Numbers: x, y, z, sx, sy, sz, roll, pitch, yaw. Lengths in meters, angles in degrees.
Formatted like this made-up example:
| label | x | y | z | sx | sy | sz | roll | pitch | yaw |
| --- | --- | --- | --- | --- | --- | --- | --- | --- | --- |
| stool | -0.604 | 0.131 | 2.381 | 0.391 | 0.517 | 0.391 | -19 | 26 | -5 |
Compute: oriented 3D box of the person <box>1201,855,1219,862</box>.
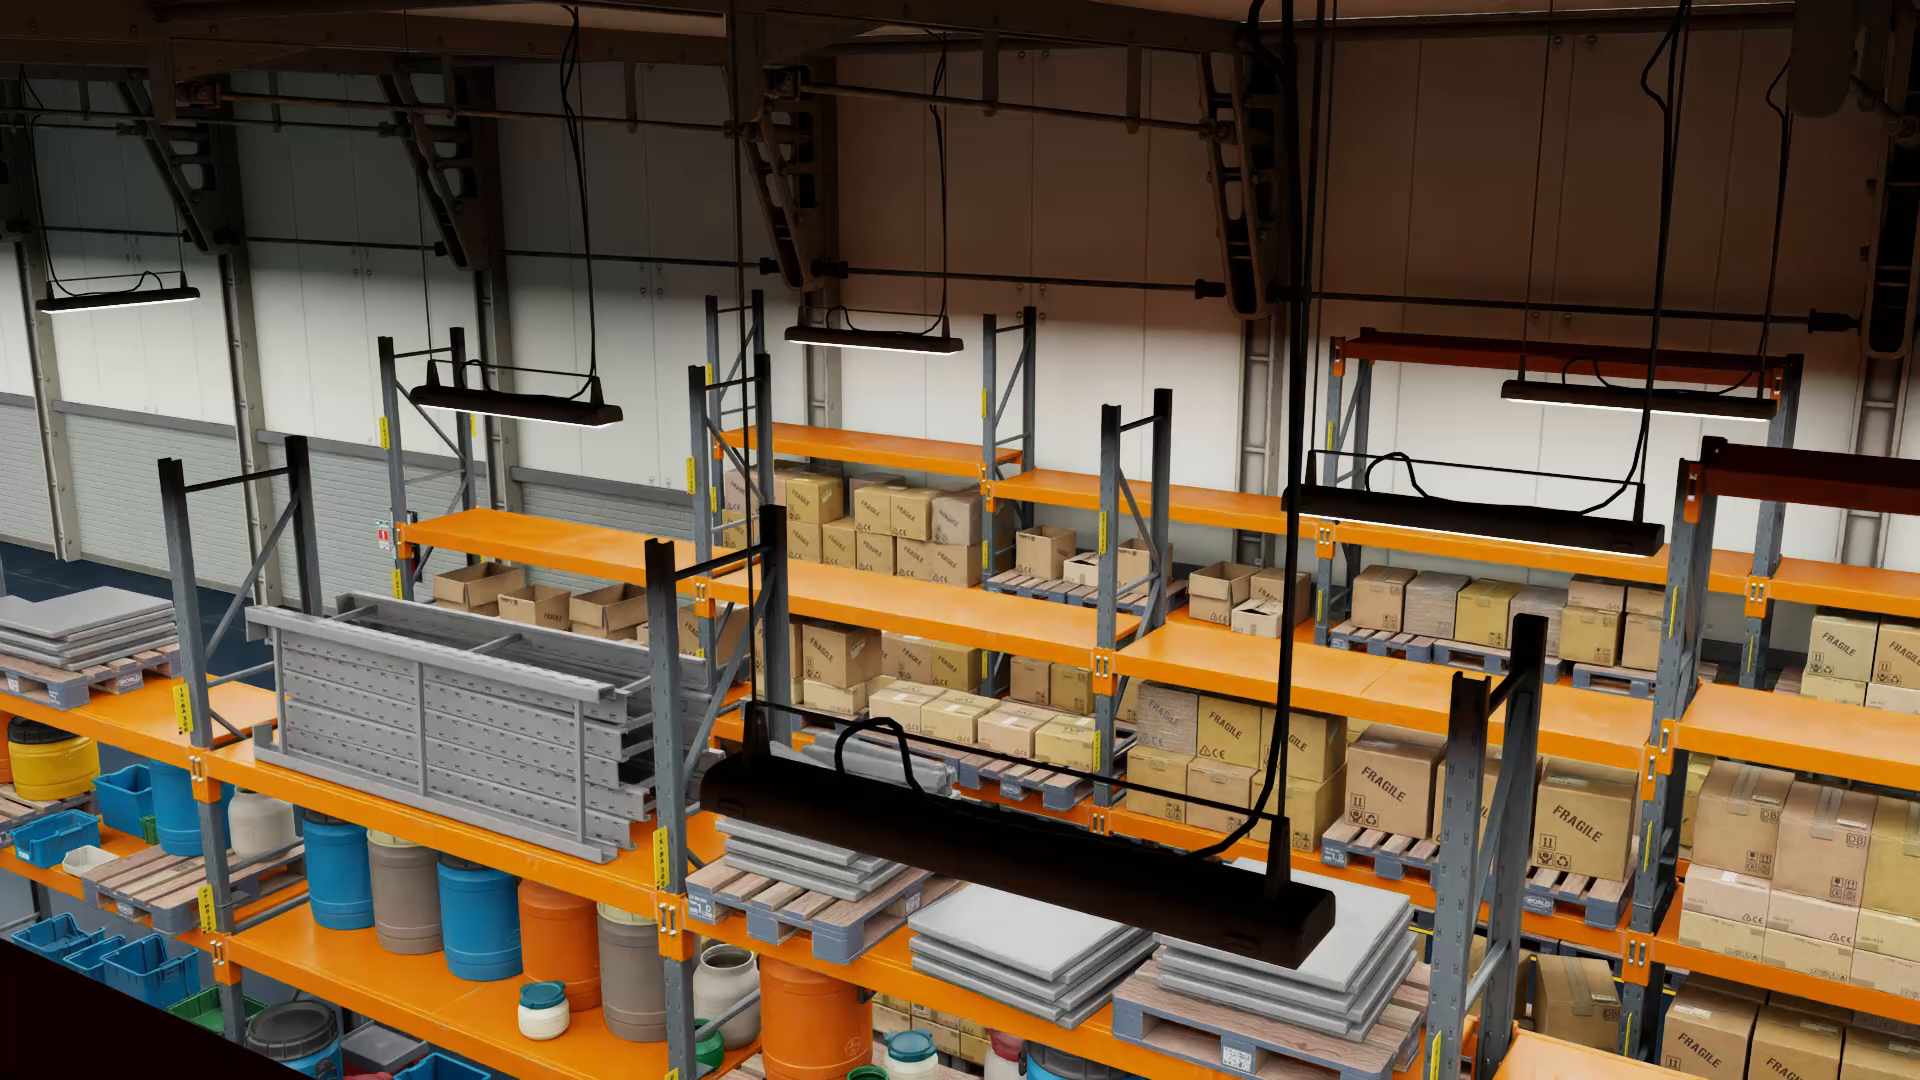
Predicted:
| label | x | y | z | sx | sy | sz | roll | pitch | yaw |
| --- | --- | --- | --- | --- | --- | --- | --- | --- | --- |
| person | 2.208 | 3.524 | 15.293 | 0.403 | 1.802 | 0.593 | 2 | 14 | 7 |
